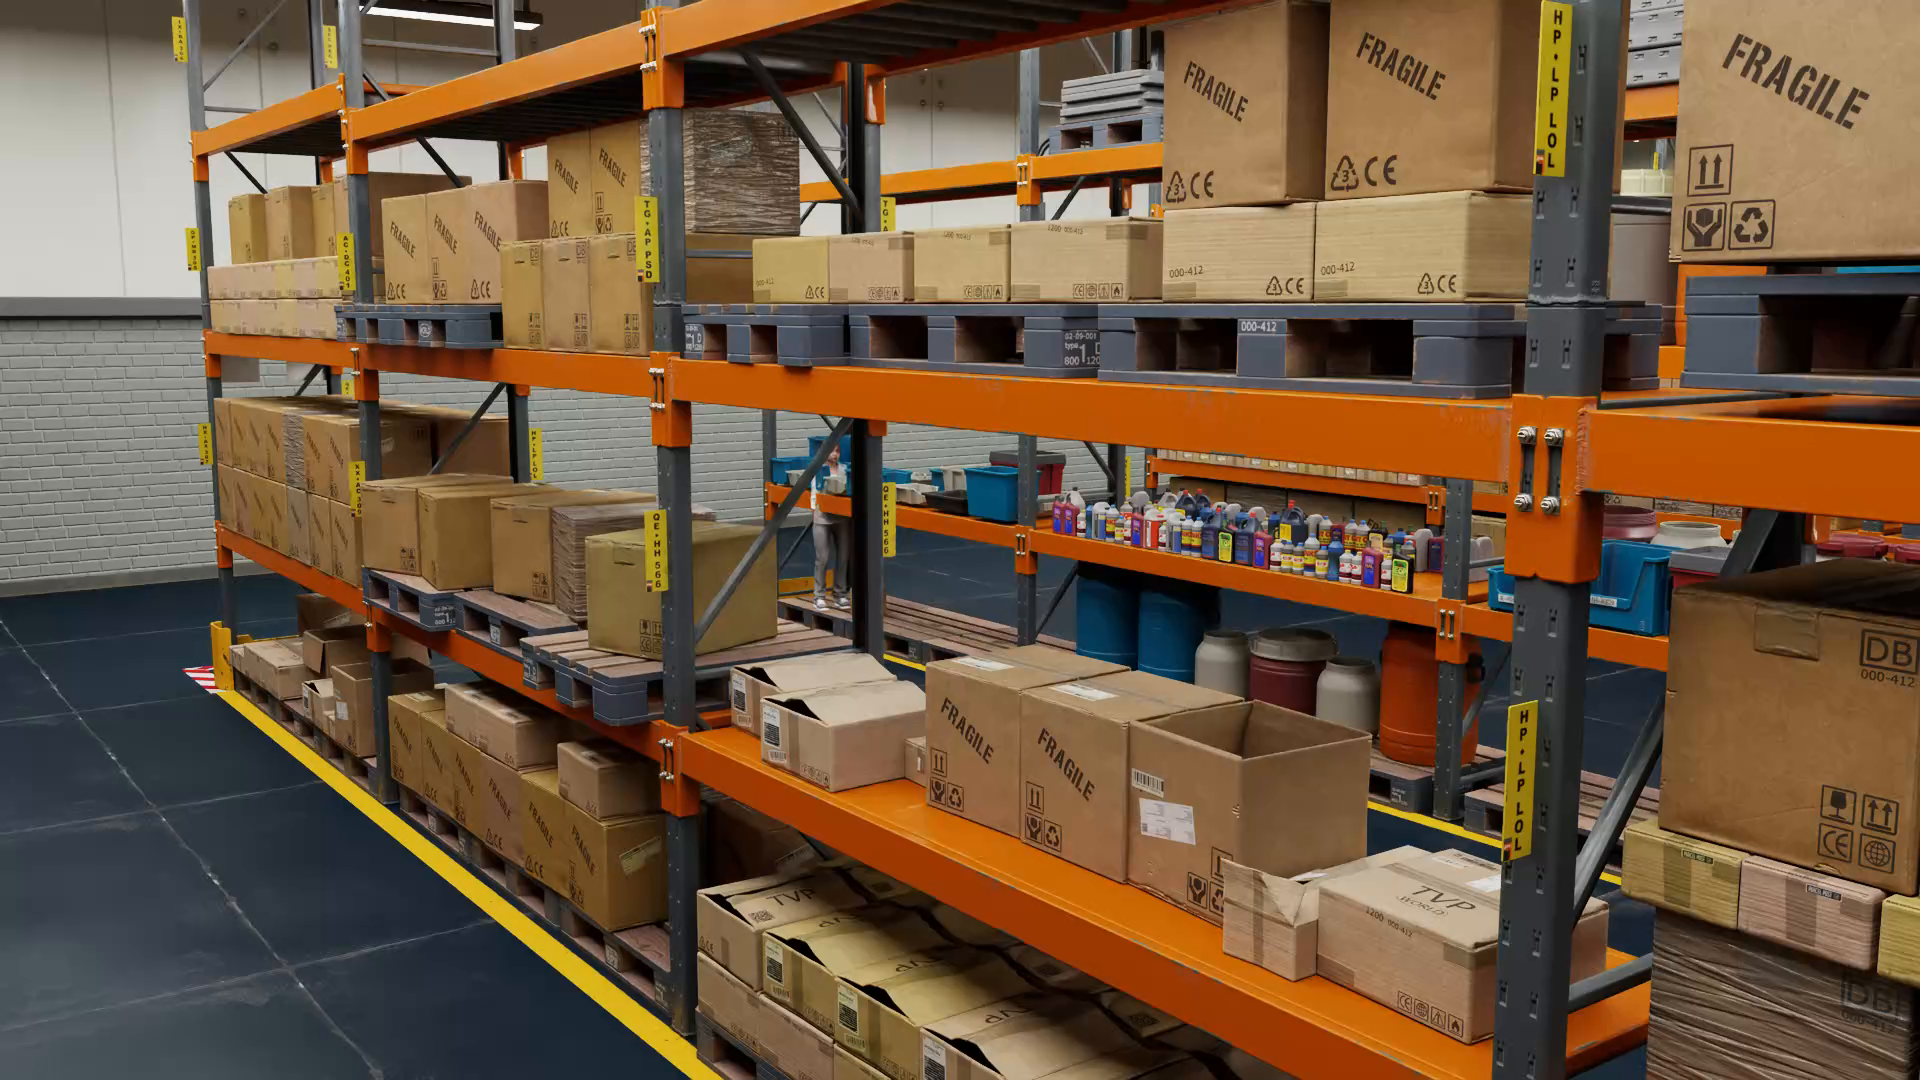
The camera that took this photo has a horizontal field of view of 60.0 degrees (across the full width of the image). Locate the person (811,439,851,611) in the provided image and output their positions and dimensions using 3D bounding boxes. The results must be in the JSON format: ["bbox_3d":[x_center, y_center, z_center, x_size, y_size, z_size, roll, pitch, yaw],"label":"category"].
[{"bbox_3d":[-1.180,-0.148,15.416,0.408,1.598,0.307,-3,9,-22],"label":"person"}]
